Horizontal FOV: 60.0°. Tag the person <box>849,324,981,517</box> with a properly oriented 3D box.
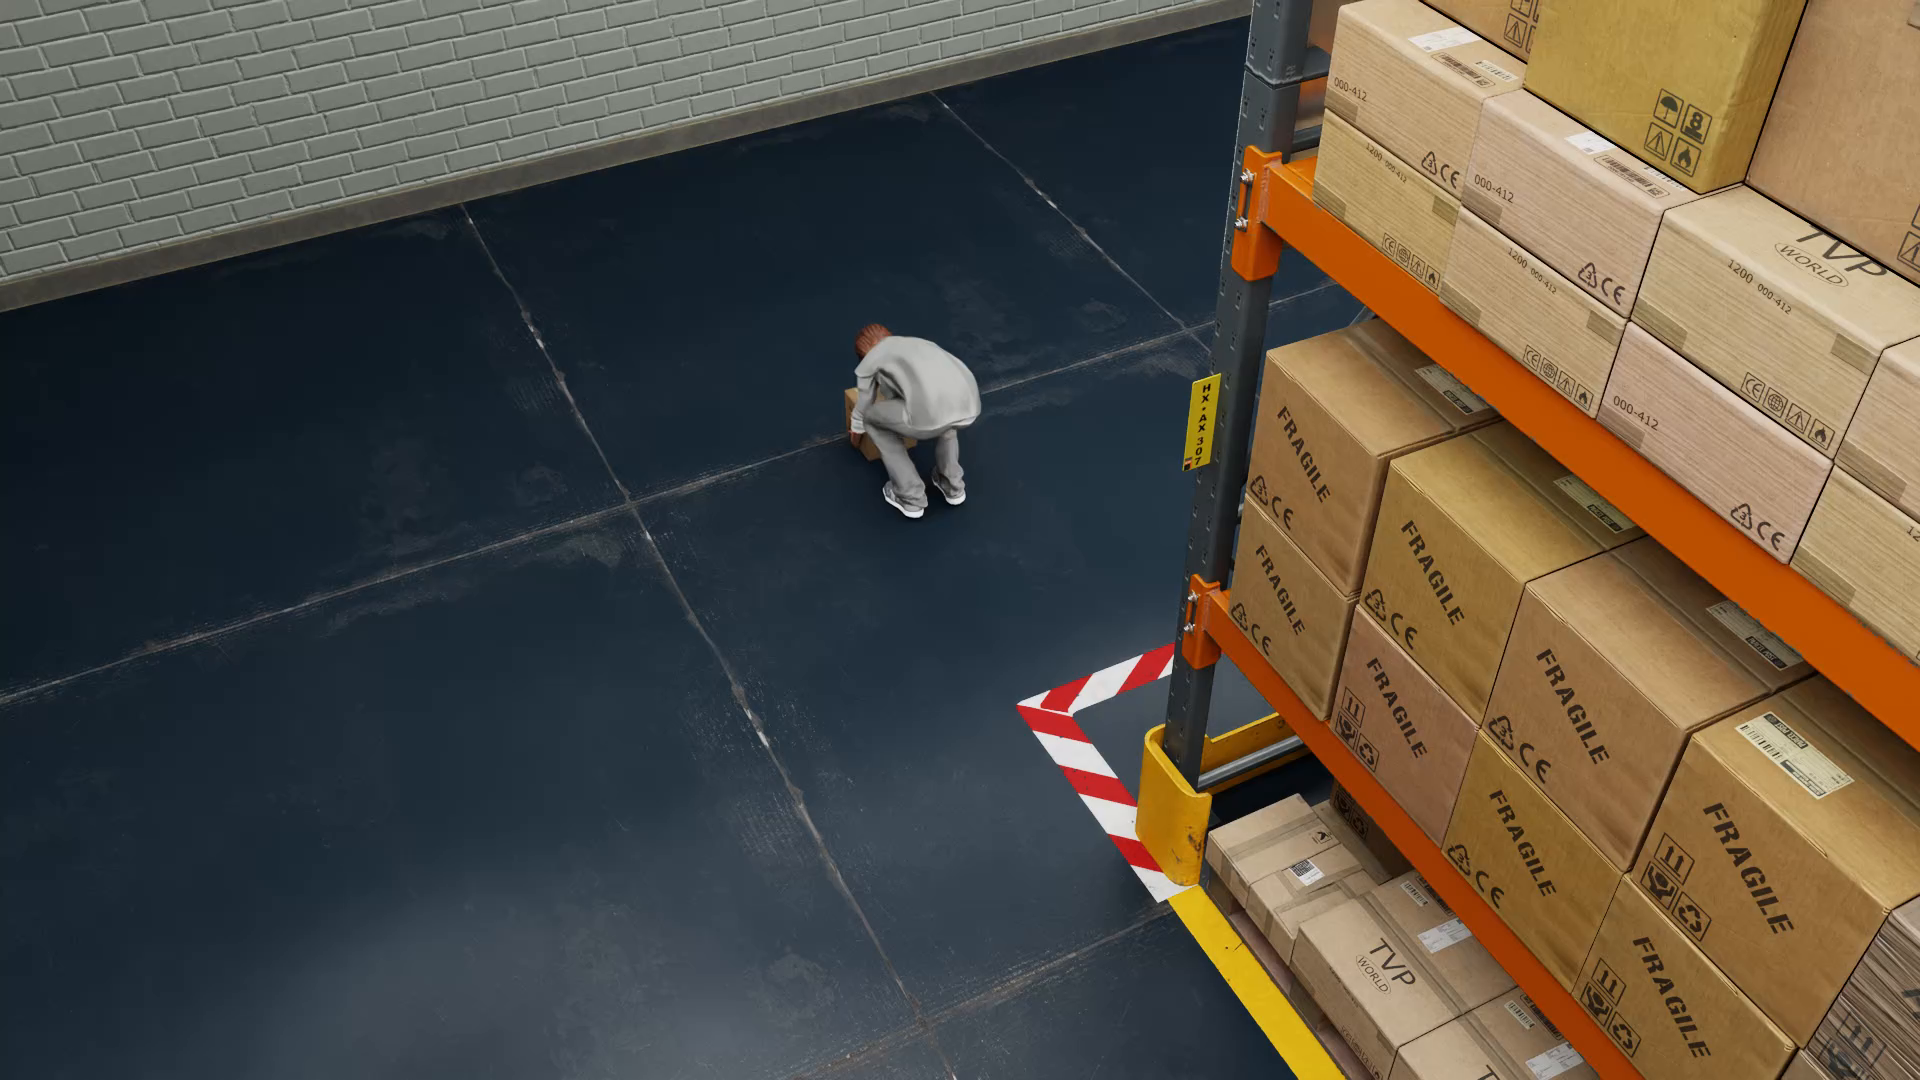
[{"bbox_3d":[-0.228,-0.567,7.412,0.433,0.807,0.864,-21,46,-22],"label":"person"}]
